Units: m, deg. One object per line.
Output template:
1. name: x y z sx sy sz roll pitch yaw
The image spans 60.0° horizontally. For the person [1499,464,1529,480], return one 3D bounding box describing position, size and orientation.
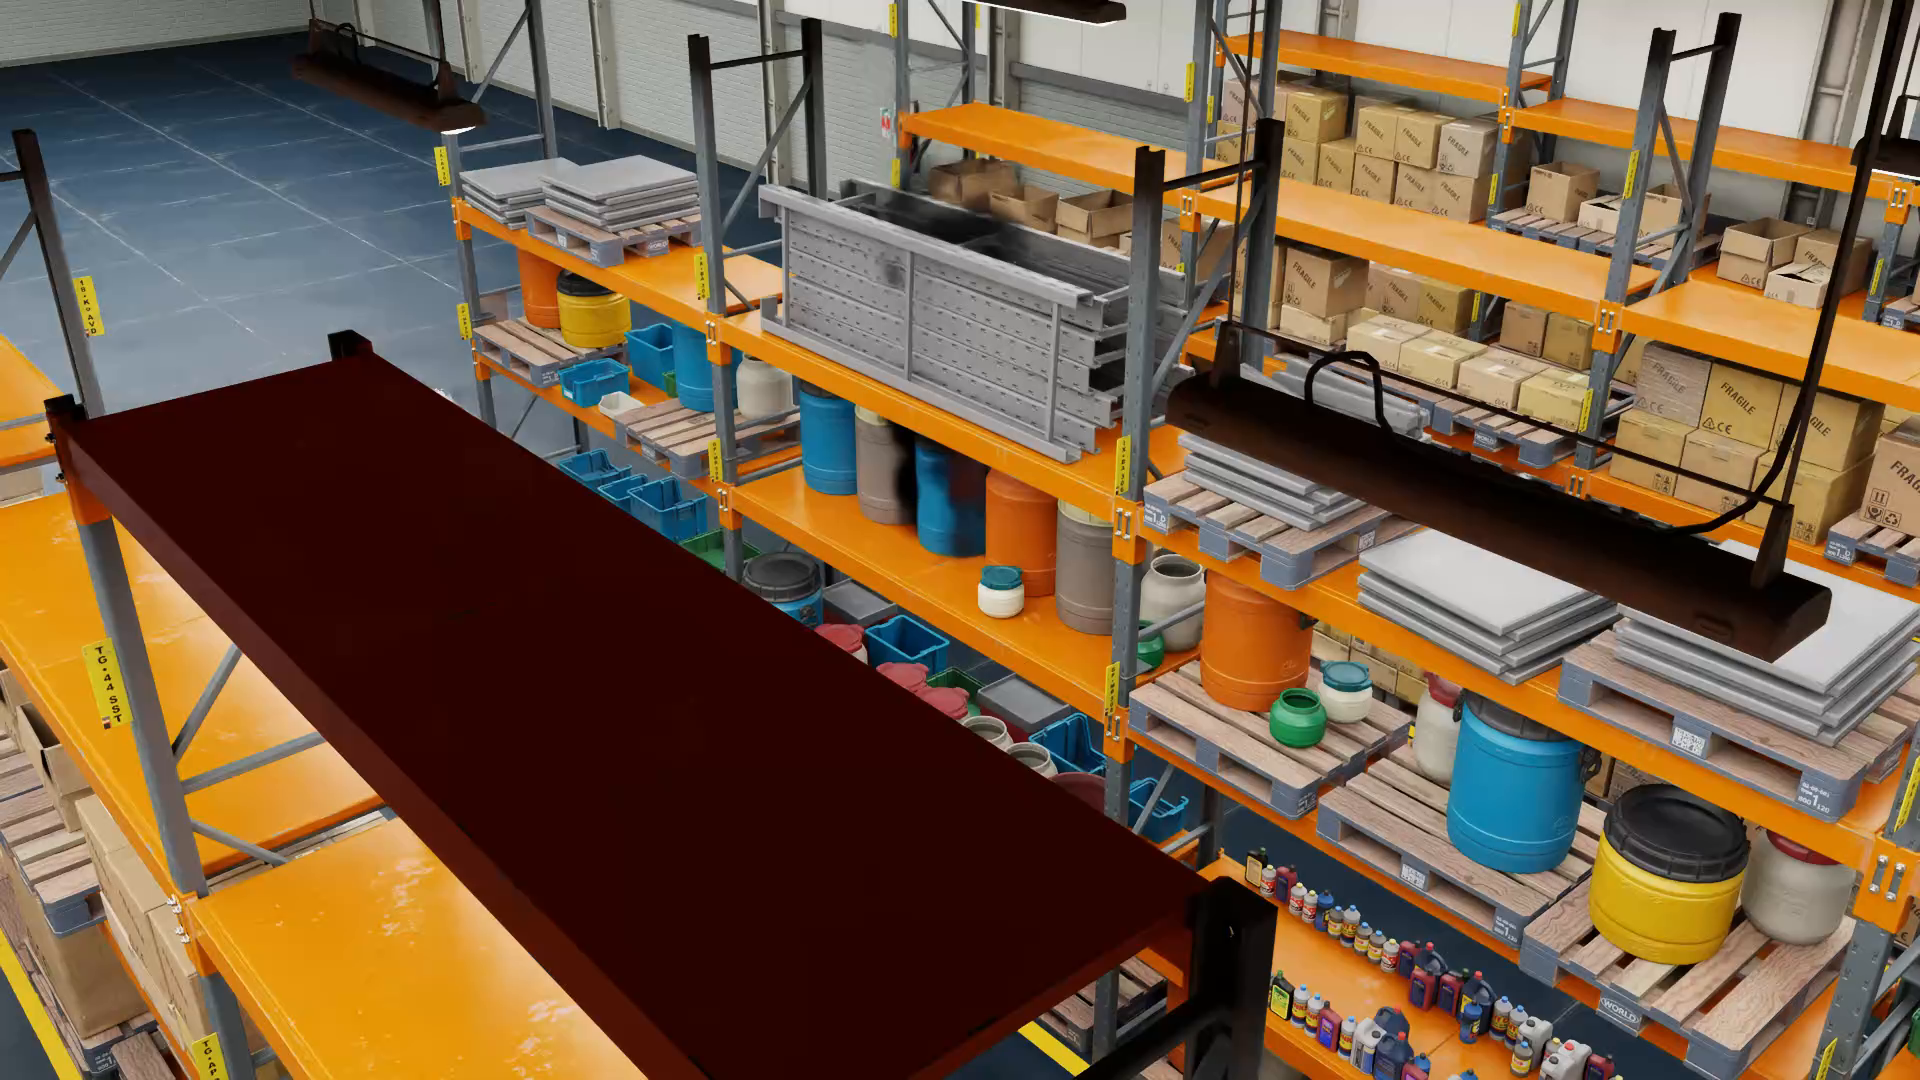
1. person: 5.079 -0.057 15.670 0.668 1.765 0.998 -22 34 -37
